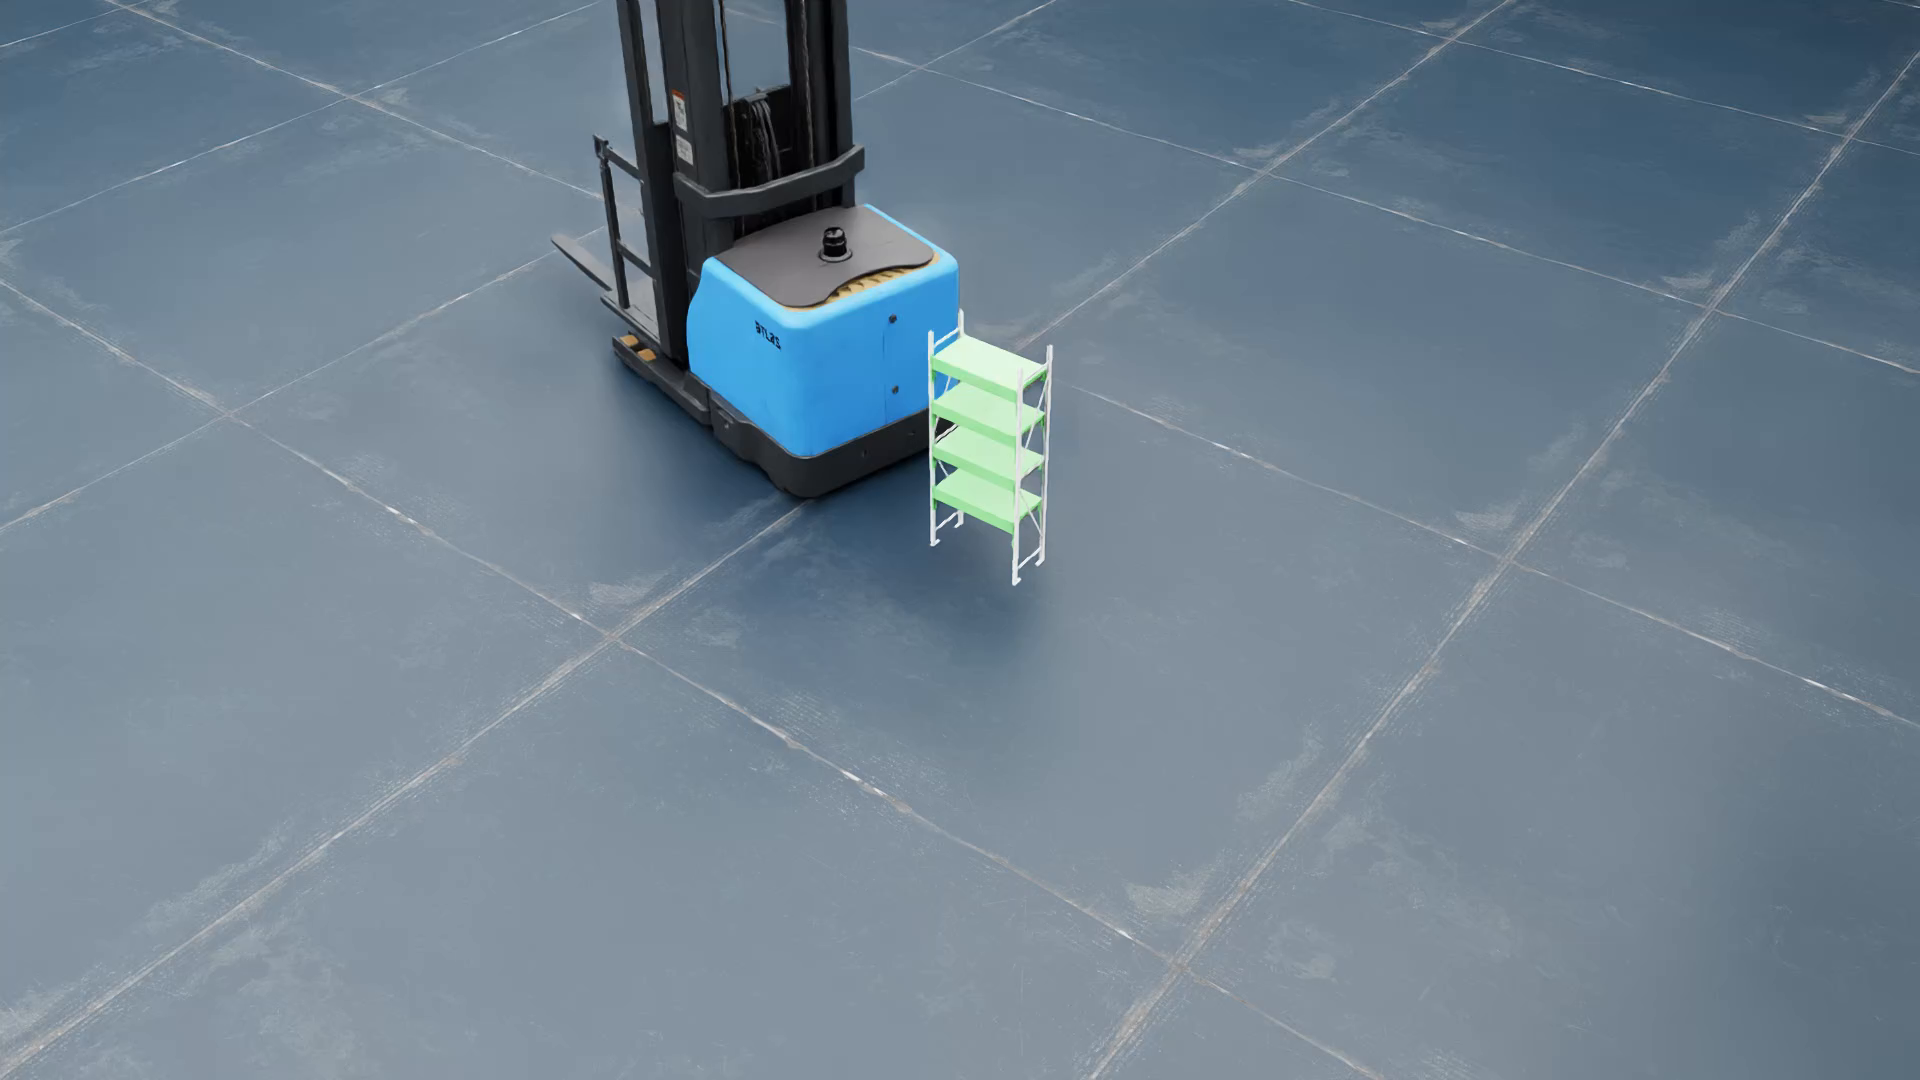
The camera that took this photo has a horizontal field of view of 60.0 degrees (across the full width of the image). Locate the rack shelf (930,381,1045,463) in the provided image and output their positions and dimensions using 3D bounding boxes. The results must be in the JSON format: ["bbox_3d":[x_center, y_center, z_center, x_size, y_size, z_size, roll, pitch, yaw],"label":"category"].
[{"bbox_3d":[0.131,-0.549,7.553,0.480,0.148,0.258,25,45,29],"label":"rack shelf"}]

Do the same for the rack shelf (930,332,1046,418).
[{"bbox_3d":[0.131,-0.738,7.405,0.480,0.148,0.258,25,45,29],"label":"rack shelf"}]

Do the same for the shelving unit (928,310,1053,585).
[{"bbox_3d":[0.131,-0.410,7.662,0.503,1.200,0.258,25,45,29],"label":"shelving unit"}]

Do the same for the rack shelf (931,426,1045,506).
[{"bbox_3d":[0.131,-0.360,7.701,0.480,0.148,0.258,25,45,29],"label":"rack shelf"}]

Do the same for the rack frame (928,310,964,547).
[{"bbox_3d":[-0.062,-0.502,7.778,0.015,1.200,0.240,25,45,29],"label":"rack frame"}]

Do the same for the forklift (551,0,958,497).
[{"bbox_3d":[-1.295,-2.216,8.564,1.130,2.935,3.031,-26,45,-29],"label":"forklift"}]

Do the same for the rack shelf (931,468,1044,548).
[{"bbox_3d":[0.131,-0.171,7.849,0.480,0.148,0.258,25,45,29],"label":"rack shelf"}]

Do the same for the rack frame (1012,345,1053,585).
[{"bbox_3d":[0.325,-0.319,7.545,0.015,1.200,0.240,25,45,29],"label":"rack frame"}]
